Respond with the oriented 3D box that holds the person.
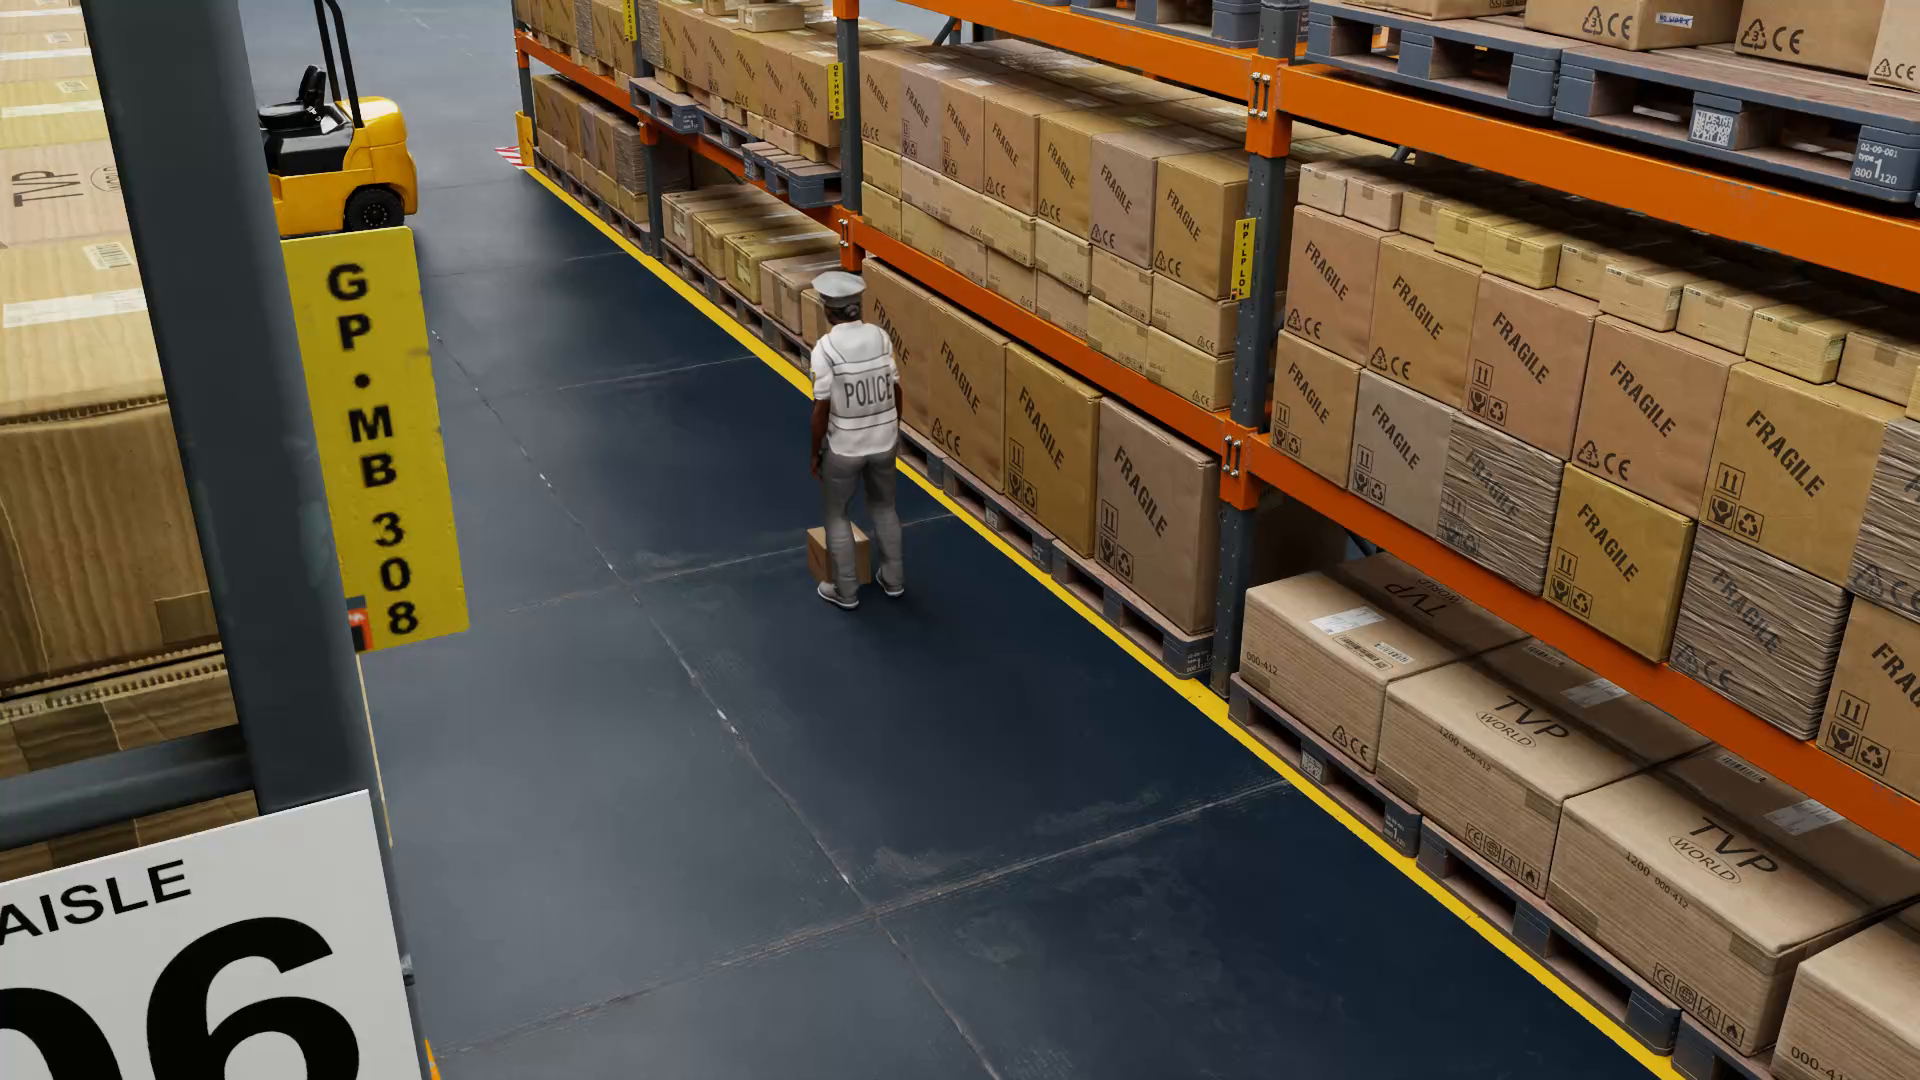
[{"bbox_3d":[-0.499,-0.460,8.072,0.518,1.656,0.396,-15,29,-28],"label":"person"}]
